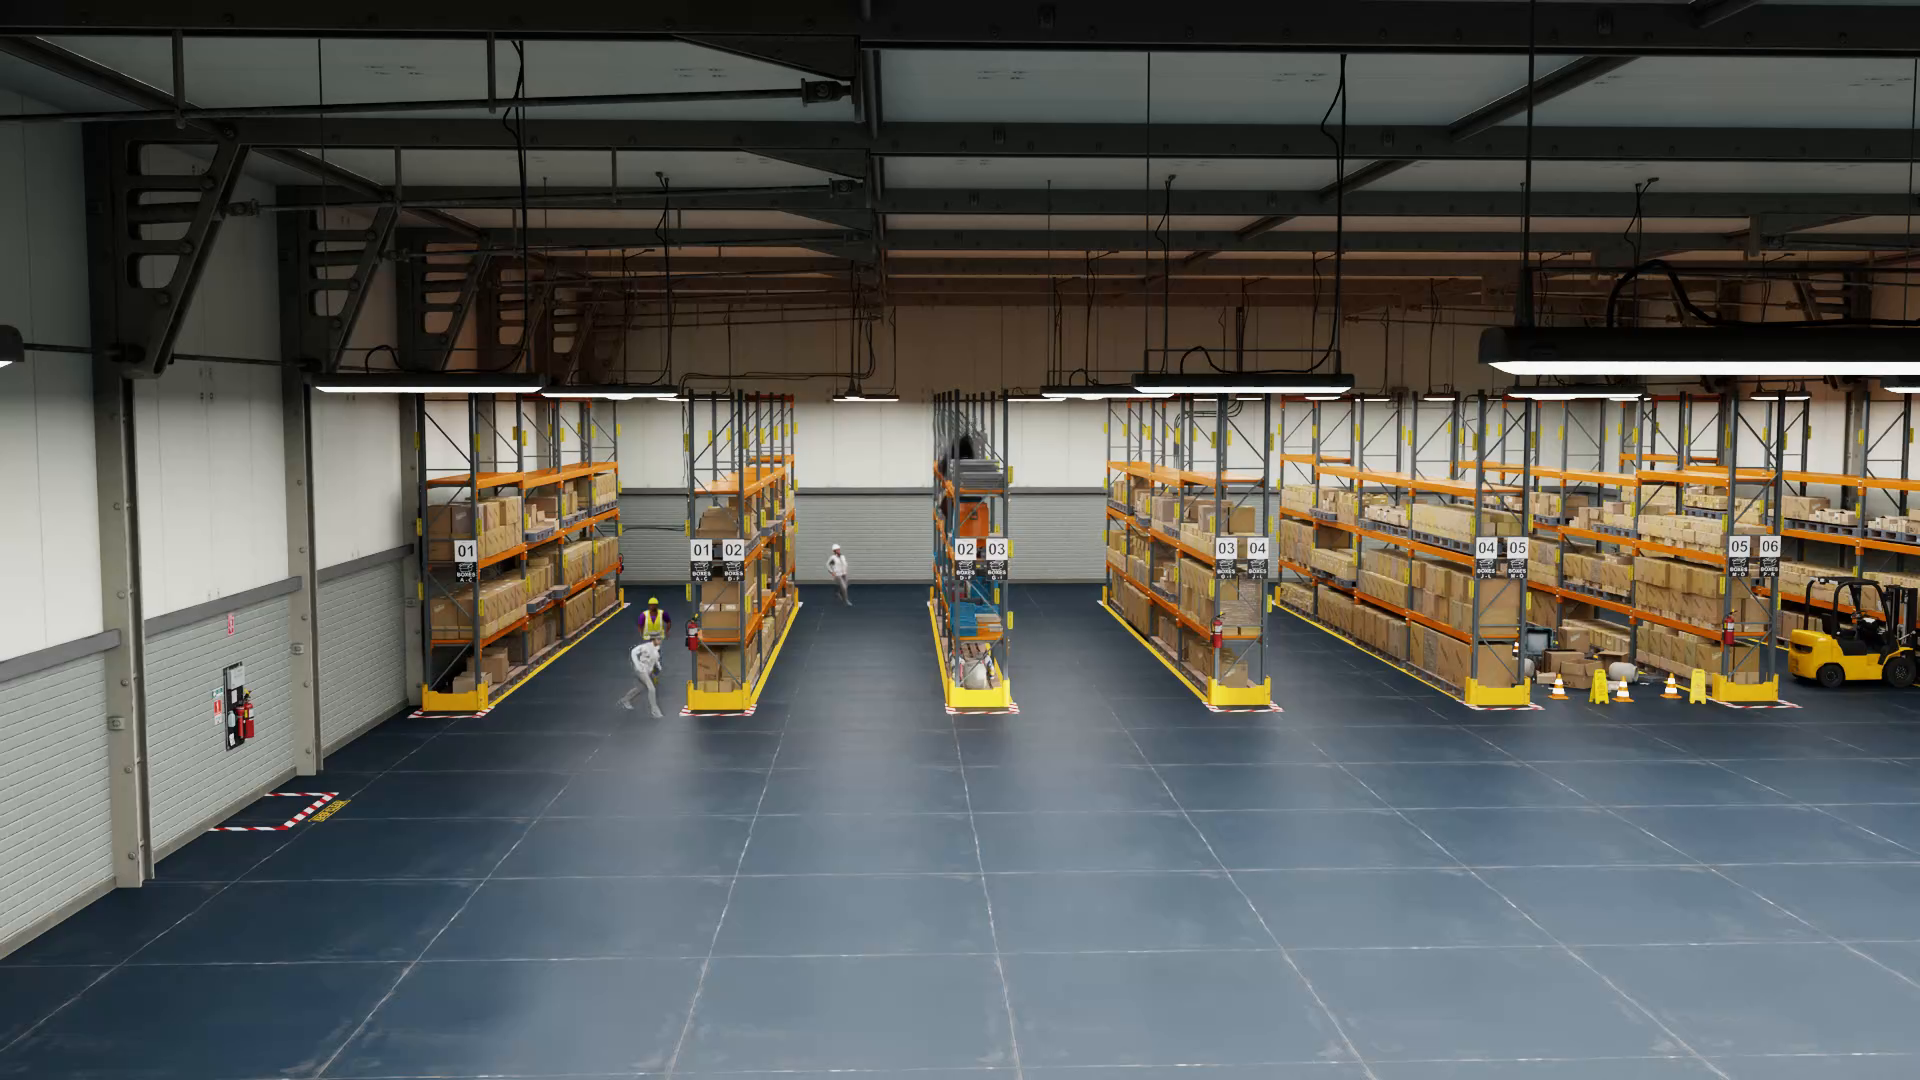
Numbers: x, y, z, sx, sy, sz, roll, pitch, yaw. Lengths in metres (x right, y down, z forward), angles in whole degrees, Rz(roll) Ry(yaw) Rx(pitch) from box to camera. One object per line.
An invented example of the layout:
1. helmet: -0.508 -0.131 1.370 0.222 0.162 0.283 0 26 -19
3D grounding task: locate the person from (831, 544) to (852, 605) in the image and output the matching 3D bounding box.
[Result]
1. person: -3.471 0.987 47.516 0.681 1.739 0.769 -4 6 -39

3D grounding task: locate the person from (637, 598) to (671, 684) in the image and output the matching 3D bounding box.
1. person: -6.319 2.047 34.384 0.685 1.745 0.900 -1 5 -7

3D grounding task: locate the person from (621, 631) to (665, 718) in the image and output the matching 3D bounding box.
1. person: -5.874 2.465 30.493 0.980 1.628 0.481 3 5 30
